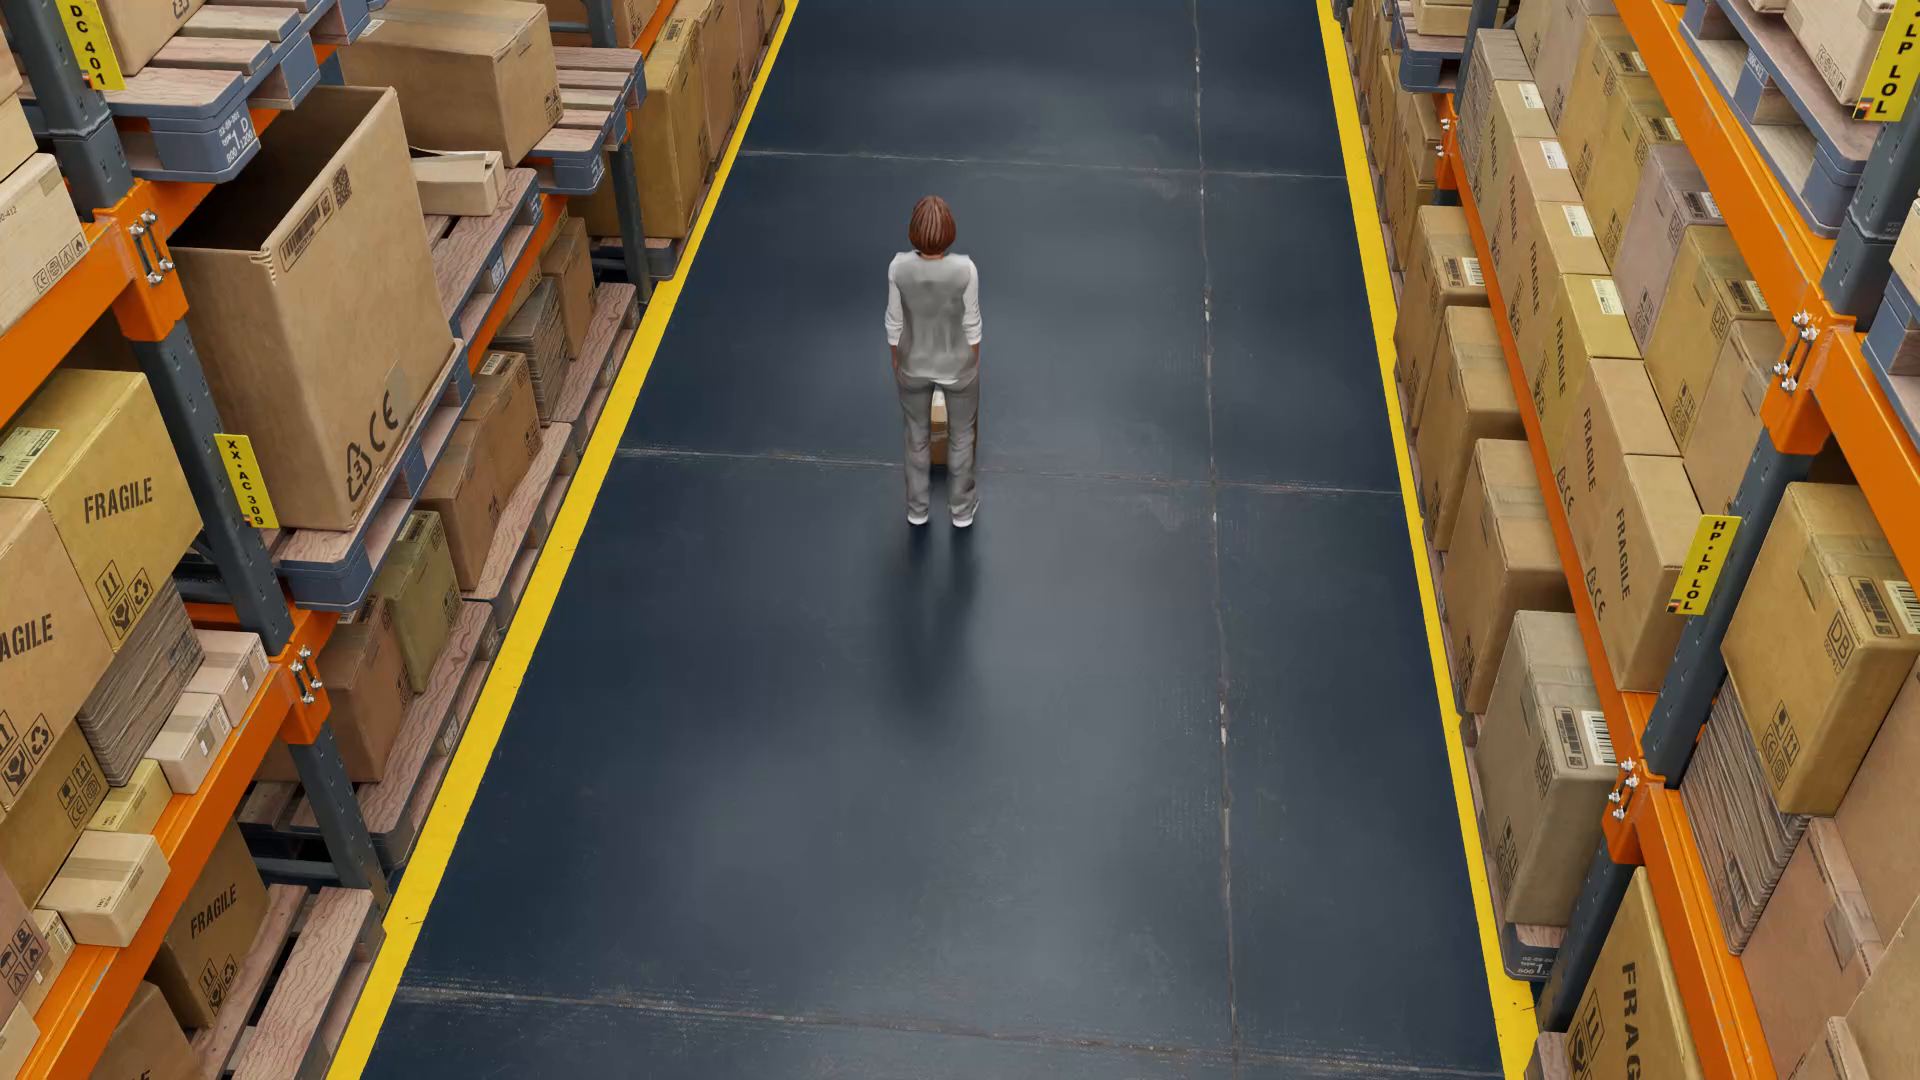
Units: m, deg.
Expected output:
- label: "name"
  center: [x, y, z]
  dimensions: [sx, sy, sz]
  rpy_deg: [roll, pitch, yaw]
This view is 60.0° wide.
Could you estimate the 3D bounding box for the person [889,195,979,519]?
- label: "person"
  center: [-0.109, -0.762, 7.000]
  dimensions: [0.386, 1.530, 0.299]
  rpy_deg: [4, 41, 5]
